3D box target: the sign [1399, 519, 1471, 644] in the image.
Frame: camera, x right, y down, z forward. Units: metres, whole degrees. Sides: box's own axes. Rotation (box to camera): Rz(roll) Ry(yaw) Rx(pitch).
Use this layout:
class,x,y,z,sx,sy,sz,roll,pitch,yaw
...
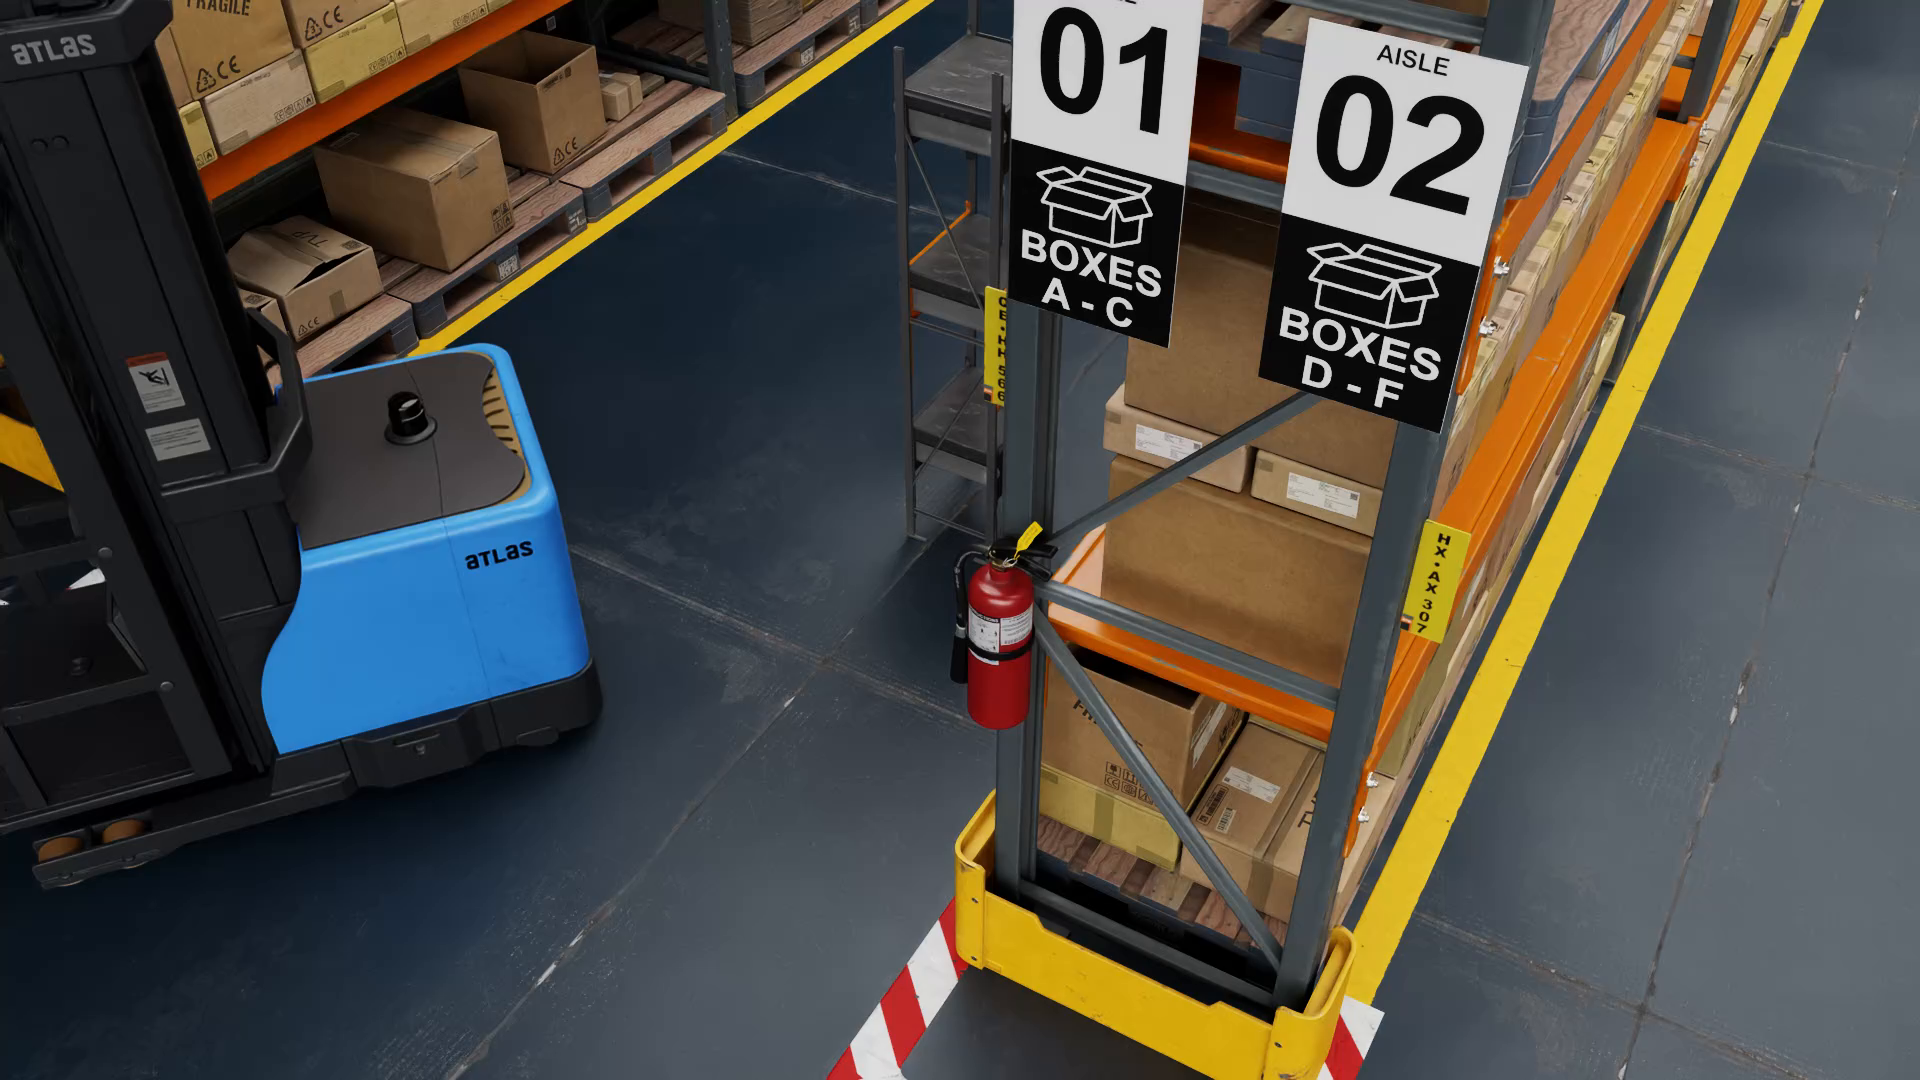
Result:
class,x,y,z,sx,sy,sz,roll,pitch,yaw
sign,1.043,0.095,3.658,0.100,0.325,0.005,21,45,22

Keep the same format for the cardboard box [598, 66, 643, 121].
class,x,y,z,sx,sy,sz,roll,pitch,yaw
cardboard box,-1.965,-2.449,9.072,0.380,0.166,0.250,15,44,17

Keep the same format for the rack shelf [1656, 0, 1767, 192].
class,x,y,z,sx,sy,sz,roll,pitch,yaw
rack shelf,3.568,-2.901,8.319,1.077,0.370,4.000,21,45,22

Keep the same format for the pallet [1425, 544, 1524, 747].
class,x,y,z,sx,sy,sz,roll,pitch,yaw
pallet,1.523,0.162,6.406,1.003,0.211,1.213,21,45,22

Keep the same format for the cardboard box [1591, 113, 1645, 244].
class,x,y,z,sx,sy,sz,roll,pitch,yaw
cardboard box,2.092,-1.504,6.113,0.700,0.500,0.500,20,45,22

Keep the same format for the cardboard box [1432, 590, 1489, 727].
class,x,y,z,sx,sy,sz,roll,pitch,yaw
cardboard box,1.524,0.330,5.868,0.500,0.250,0.500,21,45,22

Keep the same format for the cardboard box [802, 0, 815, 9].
class,x,y,z,sx,sy,sz,roll,pitch,yaw
cardboard box,-1.155,-3.629,10.159,0.700,0.500,0.500,20,45,21

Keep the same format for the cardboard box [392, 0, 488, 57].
class,x,y,z,sx,sy,sz,roll,pitch,yaw
cardboard box,-2.444,-2.379,7.281,0.500,0.250,0.500,21,46,22

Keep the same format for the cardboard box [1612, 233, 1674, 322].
class,x,y,z,sx,sy,sz,roll,pitch,yaw
cardboard box,2.983,-1.301,7.721,0.500,0.250,0.500,20,45,21

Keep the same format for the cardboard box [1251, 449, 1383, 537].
class,x,y,z,sx,sy,sz,roll,pitch,yaw
cardboard box,0.948,-0.172,4.109,0.380,0.149,0.250,21,45,22

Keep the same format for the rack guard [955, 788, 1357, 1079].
class,x,y,z,sx,sy,sz,roll,pitch,yaw
rack guard,0.553,1.214,4.993,1.175,0.500,0.348,21,45,22

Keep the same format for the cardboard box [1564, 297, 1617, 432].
class,x,y,z,sx,sy,sz,roll,pitch,yaw
cardboard box,2.264,-0.814,6.600,0.500,0.500,0.500,21,45,22

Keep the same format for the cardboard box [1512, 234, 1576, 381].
class,x,y,z,sx,sy,sz,roll,pitch,yaw
cardboard box,1.582,-0.925,5.455,0.700,0.500,0.500,22,46,23

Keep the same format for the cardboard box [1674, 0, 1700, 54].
class,x,y,z,sx,sy,sz,roll,pitch,yaw
cardboard box,2.491,-1.940,6.117,0.380,0.149,0.250,20,45,21

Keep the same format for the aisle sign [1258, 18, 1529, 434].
class,x,y,z,sx,sy,sz,roll,pitch,yaw
aisle sign,0.798,-0.575,3.166,0.394,0.787,0.004,21,45,22

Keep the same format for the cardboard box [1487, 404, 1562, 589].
class,x,y,z,sx,sy,sz,roll,pitch,yaw
cardboard box,1.779,-0.236,5.943,0.500,0.500,0.500,21,45,22

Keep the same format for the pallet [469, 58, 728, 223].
class,x,y,z,sx,sy,sz,roll,pitch,yaw
pallet,-2.029,-2.220,9.112,1.003,0.211,1.213,21,45,22

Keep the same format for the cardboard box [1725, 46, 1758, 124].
class,x,y,z,sx,sy,sz,roll,pitch,yaw
cardboard box,3.758,-2.397,8.541,0.500,0.311,0.500,22,46,23

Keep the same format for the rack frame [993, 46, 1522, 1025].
class,x,y,z,sx,sy,sz,roll,pitch,yaw
rack frame,0.565,0.262,4.183,1.000,3.000,0.127,21,45,22

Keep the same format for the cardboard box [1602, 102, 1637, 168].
class,x,y,z,sx,sy,sz,roll,pitch,yaw
cardboard box,1.980,-1.355,5.453,0.380,0.149,0.250,22,46,23

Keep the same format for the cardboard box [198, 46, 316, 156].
class,x,y,z,sx,sy,sz,roll,pitch,yaw
cardboard box,-2.959,-1.801,6.624,0.500,0.250,0.500,20,45,21

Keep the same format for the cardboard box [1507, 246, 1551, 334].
class,x,y,z,sx,sy,sz,roll,pitch,yaw
cardboard box,1.464,-0.763,4.781,0.380,0.149,0.250,19,45,21

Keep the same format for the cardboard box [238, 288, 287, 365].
class,x,y,z,sx,sy,sz,roll,pitch,yaw
cardboard box,-3.301,-0.896,7.200,0.500,0.311,0.500,16,44,17

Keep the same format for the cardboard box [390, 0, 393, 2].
class,x,y,z,sx,sy,sz,roll,pitch,yaw
cardboard box,-2.458,-2.653,7.024,0.500,0.500,0.500,22,46,23

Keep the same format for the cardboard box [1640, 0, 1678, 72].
class,x,y,z,sx,sy,sz,roll,pitch,yaw
cardboard box,2.099,-2.006,5.700,0.700,0.500,0.500,21,45,22

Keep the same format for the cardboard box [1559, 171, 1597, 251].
class,x,y,z,sx,sy,sz,roll,pitch,yaw
cardboard box,1.718,-1.051,5.108,0.380,0.149,0.250,21,46,22

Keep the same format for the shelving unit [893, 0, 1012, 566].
class,x,y,z,sx,sy,sz,roll,pitch,yaw
shelving unit,0.083,-0.883,6.164,0.431,2.100,0.503,21,45,22

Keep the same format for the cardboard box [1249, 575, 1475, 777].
class,x,y,z,sx,sy,sz,roll,pitch,yaw
cardboard box,1.275,0.335,5.295,0.500,0.500,0.500,21,45,22

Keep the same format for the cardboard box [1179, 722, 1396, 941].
class,x,y,z,sx,sy,sz,roll,pitch,yaw
cardboard box,1.026,0.903,5.218,0.500,0.250,0.500,21,45,22

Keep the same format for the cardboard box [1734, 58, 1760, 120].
class,x,y,z,sx,sy,sz,roll,pitch,yaw
cardboard box,4.008,-2.477,9.055,0.500,0.250,0.500,22,46,23

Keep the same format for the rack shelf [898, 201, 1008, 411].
class,x,y,z,sx,sy,sz,roll,pitch,yaw
rack shelf,0.083,-0.872,6.173,0.431,0.518,0.480,21,45,22

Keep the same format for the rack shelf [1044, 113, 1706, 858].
class,x,y,z,sx,sy,sz,roll,pitch,yaw
rack shelf,1.566,-0.612,5.720,1.077,0.370,4.000,21,45,22

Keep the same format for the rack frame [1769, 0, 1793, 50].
class,x,y,z,sx,sy,sz,roll,pitch,yaw
rack frame,4.569,-4.315,9.381,1.000,3.000,0.127,21,45,22

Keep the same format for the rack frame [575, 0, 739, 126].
class,x,y,z,sx,sy,sz,roll,pitch,yaw
rack frame,-1.724,-3.663,8.640,1.000,3.000,0.127,21,45,22

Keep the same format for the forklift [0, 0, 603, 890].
class,x,y,z,sx,sy,sz,roll,pitch,yaw
forklift,-2.850,-0.362,4.944,3.031,2.935,1.130,-15,43,-16

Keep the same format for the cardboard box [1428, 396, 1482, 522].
class,x,y,z,sx,sy,sz,roll,pitch,yaw
cardboard box,1.069,-0.340,4.791,0.700,0.500,0.500,22,46,23

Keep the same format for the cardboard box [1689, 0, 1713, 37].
class,x,y,z,sx,sy,sz,roll,pitch,yaw
cardboard box,3.188,-2.372,7.364,0.380,0.149,0.250,21,45,22

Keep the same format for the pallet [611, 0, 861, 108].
class,x,y,z,sx,sy,sz,roll,pitch,yaw
pallet,-1.335,-3.062,10.068,1.003,0.211,1.213,21,45,22

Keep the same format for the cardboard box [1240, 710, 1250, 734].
class,x,y,z,sx,sy,sz,roll,pitch,yaw
cardboard box,0.818,0.442,5.741,0.500,0.250,0.500,21,45,22

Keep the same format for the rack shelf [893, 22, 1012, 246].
class,x,y,z,sx,sy,sz,roll,pitch,yaw
rack shelf,0.083,-1.398,5.710,0.431,0.518,0.480,21,45,22

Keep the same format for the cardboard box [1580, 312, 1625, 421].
class,x,y,z,sx,sy,sz,roll,pitch,yaw
cardboard box,2.524,-0.815,7.168,0.500,0.250,0.500,21,45,22

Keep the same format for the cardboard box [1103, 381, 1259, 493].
class,x,y,z,sx,sy,sz,roll,pitch,yaw
cardboard box,0.592,-0.300,4.255,0.380,0.149,0.250,20,45,21

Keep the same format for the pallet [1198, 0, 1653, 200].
class,x,y,z,sx,sy,sz,roll,pitch,yaw
pallet,0.942,-1.226,3.670,1.003,0.211,1.213,21,45,22

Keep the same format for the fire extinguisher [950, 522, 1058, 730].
class,x,y,z,sx,sy,sz,roll,pitch,yaw
fire extinguisher,0.104,0.205,4.306,0.296,0.674,0.183,21,45,22

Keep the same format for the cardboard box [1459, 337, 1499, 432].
class,x,y,z,sx,sy,sz,roll,pitch,yaw
cardboard box,1.204,-0.466,4.443,0.380,0.149,0.250,21,46,22

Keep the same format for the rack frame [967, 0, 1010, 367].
class,x,y,z,sx,sy,sz,roll,pitch,yaw
rack frame,0.205,-1.022,6.322,0.400,2.100,0.015,21,45,22

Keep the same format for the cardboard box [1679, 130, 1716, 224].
class,x,y,z,sx,sy,sz,roll,pitch,yaw
cardboard box,3.245,-1.802,7.865,0.500,0.311,0.500,20,45,22

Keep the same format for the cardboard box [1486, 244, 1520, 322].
class,x,y,z,sx,sy,sz,roll,pitch,yaw
cardboard box,1.095,-0.858,4.398,0.700,0.500,0.500,20,45,21

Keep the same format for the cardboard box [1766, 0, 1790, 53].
class,x,y,z,sx,sy,sz,roll,pitch,yaw
cardboard box,4.517,-3.059,9.717,0.500,0.250,0.500,22,46,23

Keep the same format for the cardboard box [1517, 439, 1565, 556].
class,x,y,z,sx,sy,sz,roll,pitch,yaw
cardboard box,2.028,-0.241,6.517,0.500,0.250,0.500,21,45,22

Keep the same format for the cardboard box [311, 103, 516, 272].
class,x,y,z,sx,sy,sz,roll,pitch,yaw
cardboard box,-2.605,-1.697,7.965,0.700,0.500,0.500,18,45,19

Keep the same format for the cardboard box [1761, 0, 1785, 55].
class,x,y,z,sx,sy,sz,roll,pitch,yaw
cardboard box,4.265,-2.971,9.192,0.500,0.311,0.500,20,45,21

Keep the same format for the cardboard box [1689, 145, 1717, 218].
class,x,y,z,sx,sy,sz,roll,pitch,yaw
cardboard box,3.497,-1.891,8.390,0.500,0.250,0.500,20,45,21

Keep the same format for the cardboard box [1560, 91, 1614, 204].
class,x,y,z,sx,sy,sz,roll,pitch,yaw
cardboard box,1.597,-1.434,5.051,0.700,0.500,0.500,21,46,22

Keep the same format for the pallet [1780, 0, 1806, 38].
class,x,y,z,sx,sy,sz,roll,pitch,yaw
pallet,4.975,-3.684,10.773,1.003,0.211,1.213,21,45,22

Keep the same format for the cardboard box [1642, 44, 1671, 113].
class,x,y,z,sx,sy,sz,roll,pitch,yaw
cardboard box,2.232,-1.639,5.775,0.380,0.149,0.250,21,45,22

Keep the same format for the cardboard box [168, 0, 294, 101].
class,x,y,z,sx,sy,sz,roll,pitch,yaw
cardboard box,-2.970,-2.060,6.350,0.500,0.500,0.500,21,46,22

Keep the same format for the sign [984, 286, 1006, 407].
class,x,y,z,sx,sy,sz,roll,pitch,yaw
sign,0.103,-0.449,3.935,0.100,0.325,0.005,21,45,22
